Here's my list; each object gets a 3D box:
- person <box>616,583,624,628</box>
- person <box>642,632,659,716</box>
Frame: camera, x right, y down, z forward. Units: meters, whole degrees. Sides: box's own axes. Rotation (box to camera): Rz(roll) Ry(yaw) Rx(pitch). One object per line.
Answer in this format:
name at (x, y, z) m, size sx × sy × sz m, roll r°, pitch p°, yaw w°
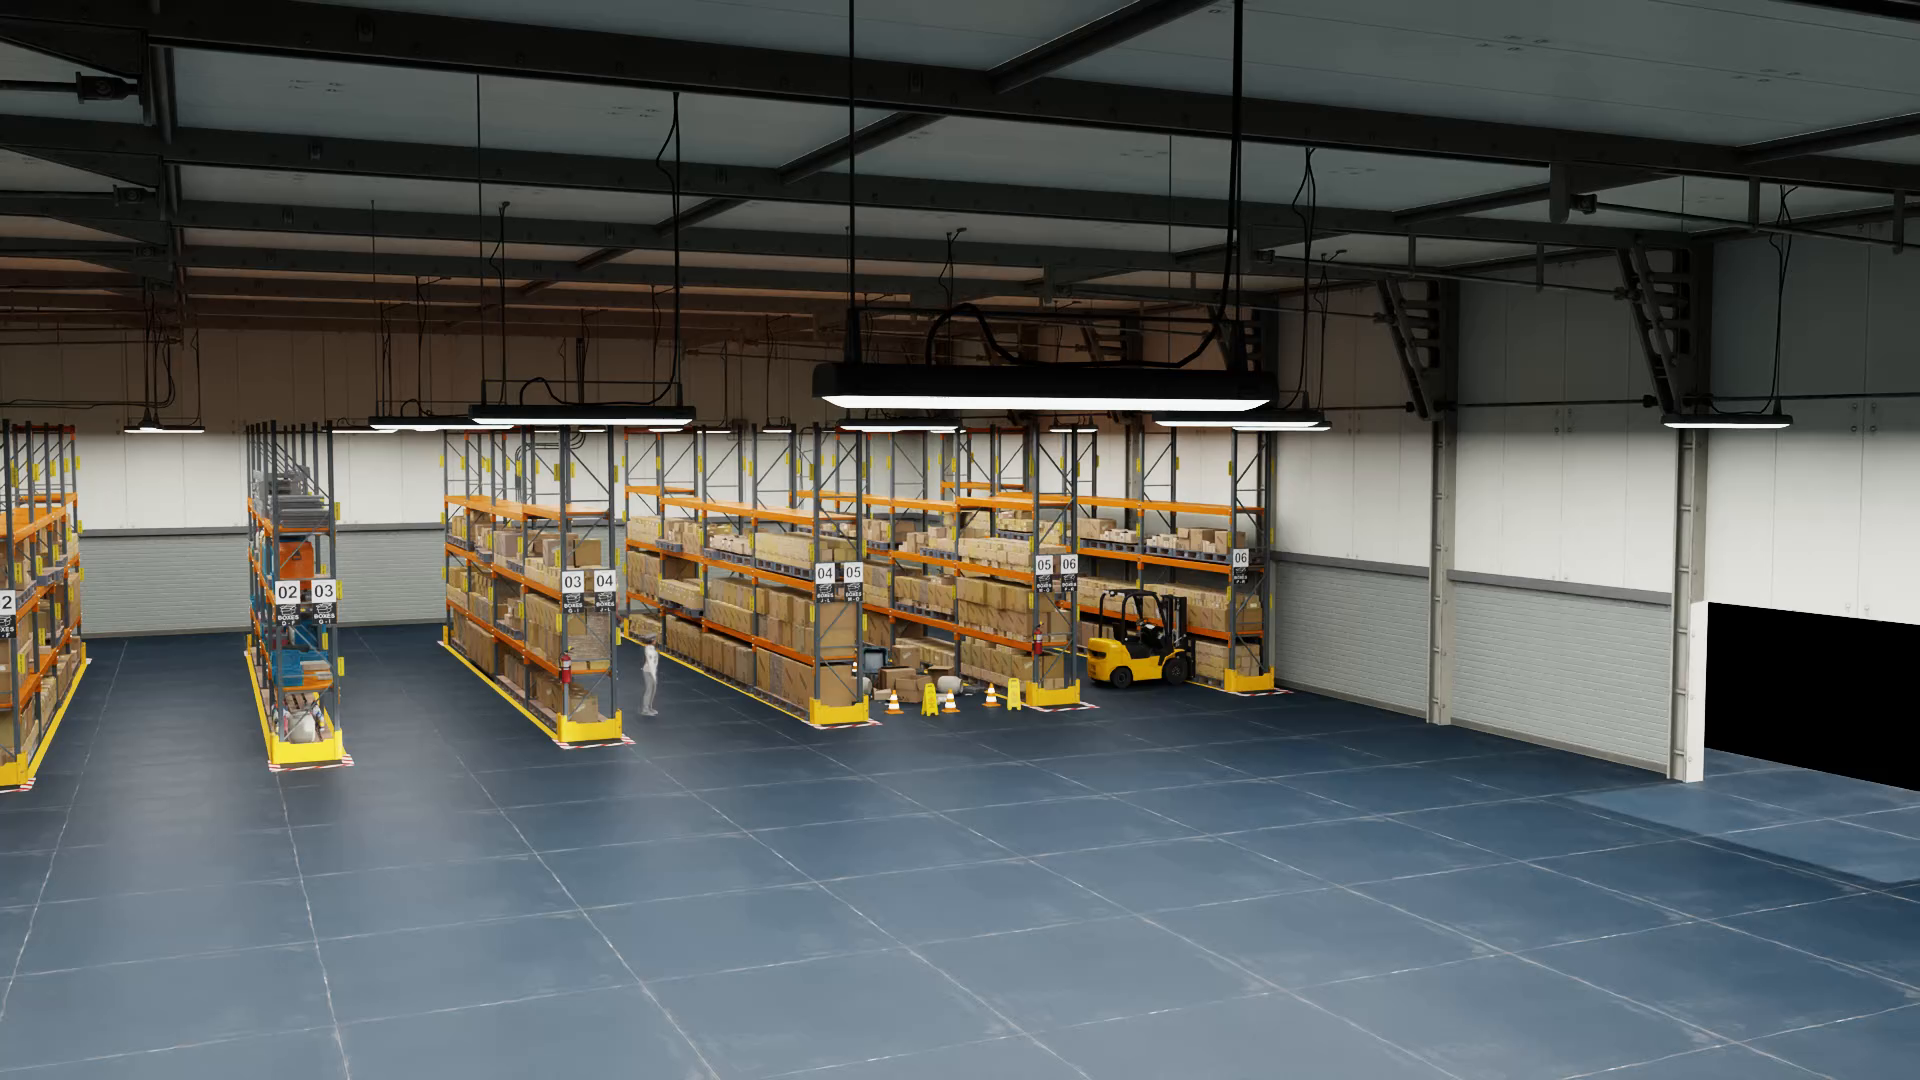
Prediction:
person at (-10.182, 1.827, 48.776) m, size 0.456 × 1.655 × 0.636 m, roll 2°, pitch 4°, yaw 27°
person at (-6.356, 2.746, 34.181) m, size 0.349 × 1.702 × 0.515 m, roll 0°, pitch 4°, yaw 0°
